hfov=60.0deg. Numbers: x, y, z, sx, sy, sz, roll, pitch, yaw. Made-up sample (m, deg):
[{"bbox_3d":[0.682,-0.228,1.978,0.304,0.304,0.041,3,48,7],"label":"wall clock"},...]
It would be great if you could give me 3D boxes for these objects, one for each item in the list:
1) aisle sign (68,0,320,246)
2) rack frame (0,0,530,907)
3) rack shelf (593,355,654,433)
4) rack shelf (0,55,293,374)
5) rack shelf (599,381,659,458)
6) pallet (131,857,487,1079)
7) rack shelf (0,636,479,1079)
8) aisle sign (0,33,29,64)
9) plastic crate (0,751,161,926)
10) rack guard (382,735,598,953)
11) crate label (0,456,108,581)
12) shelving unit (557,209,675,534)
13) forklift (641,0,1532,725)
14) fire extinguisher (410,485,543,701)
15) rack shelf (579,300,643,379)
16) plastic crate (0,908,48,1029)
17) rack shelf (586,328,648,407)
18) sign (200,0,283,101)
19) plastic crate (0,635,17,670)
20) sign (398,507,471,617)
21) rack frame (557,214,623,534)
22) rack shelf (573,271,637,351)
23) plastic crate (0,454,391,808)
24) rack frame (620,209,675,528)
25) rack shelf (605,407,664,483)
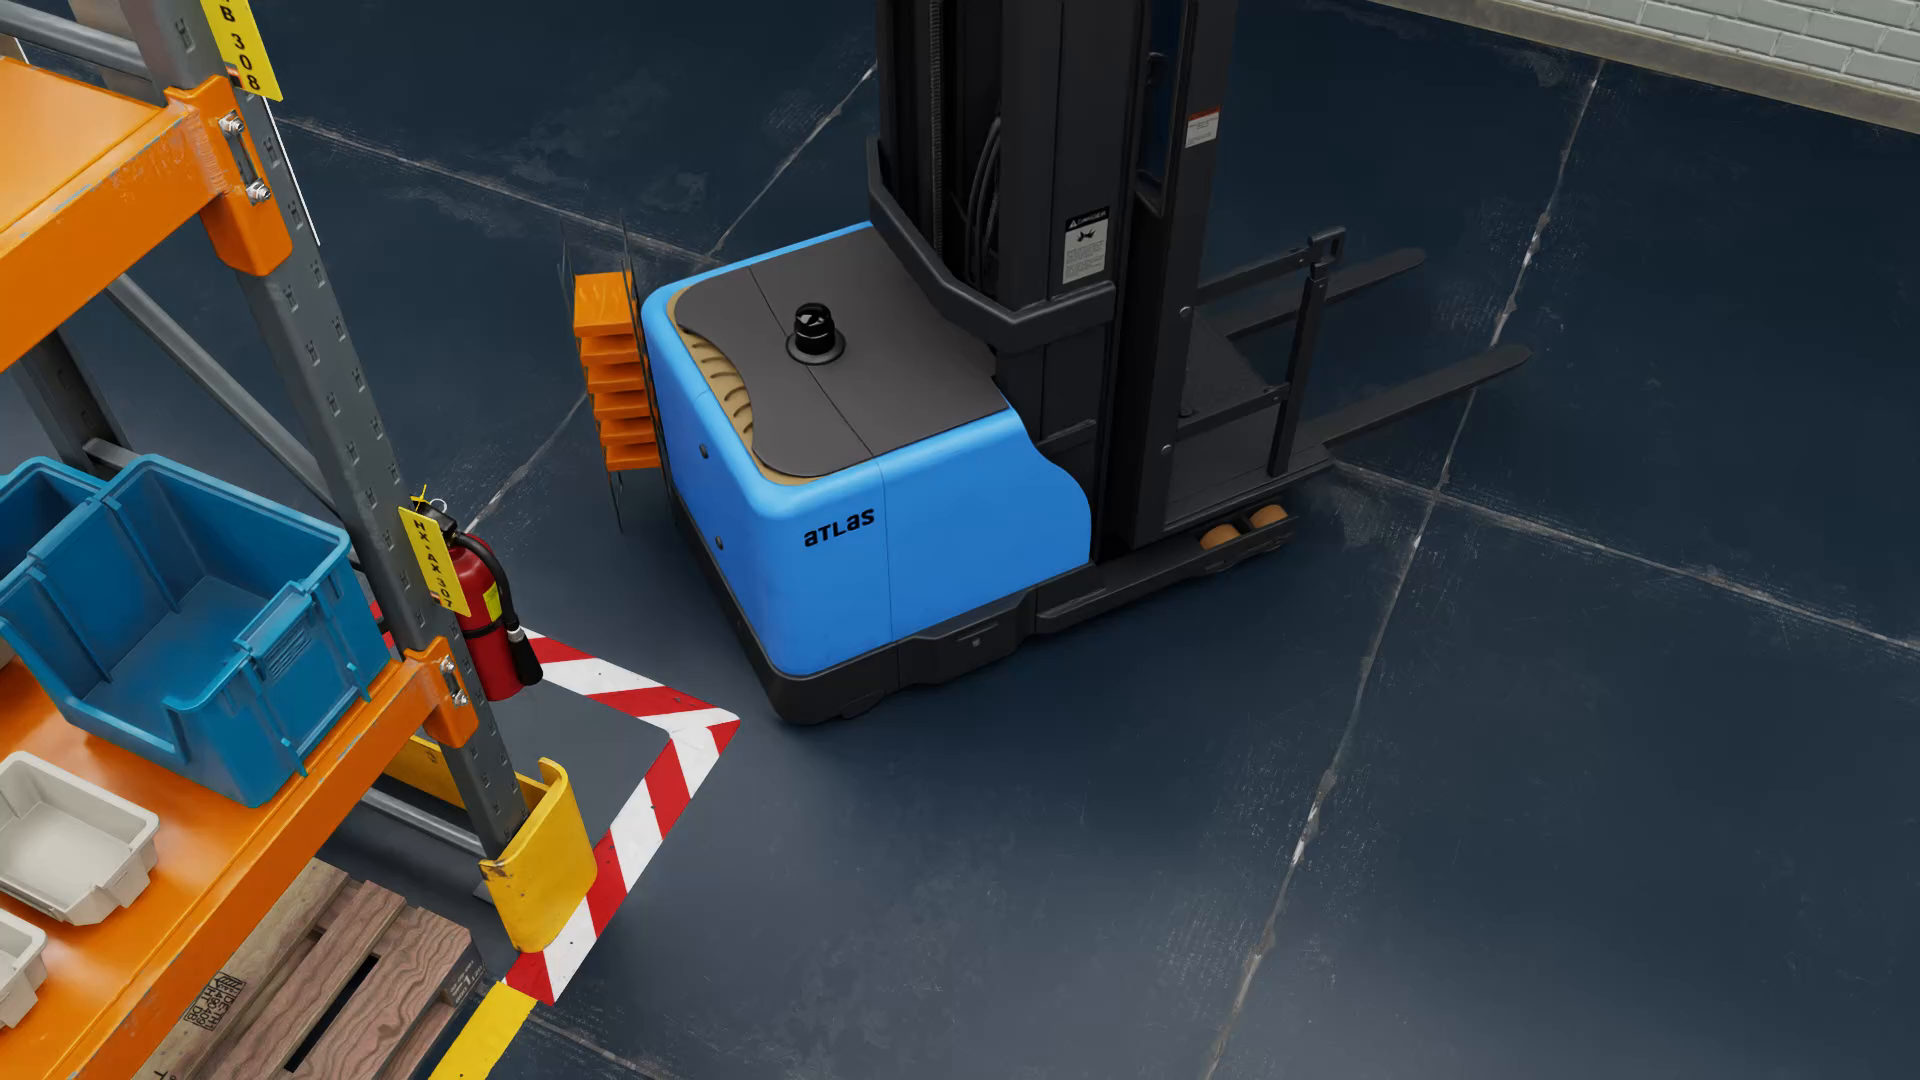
[{"bbox_3d":[-1.353,-0.860,2.805,0.394,0.787,0.004,20,52,16],"label":"aisle sign"},{"bbox_3d":[-1.649,-0.063,3.834,1.000,3.000,0.127,20,52,16],"label":"rack frame"},{"bbox_3d":[-1.099,-0.482,5.431,0.180,0.103,0.258,-6,50,-5],"label":"rack shelf"},{"bbox_3d":[-2.503,0.575,1.794,1.077,0.370,4.000,20,52,16],"label":"rack shelf"},{"bbox_3d":[-1.099,-0.404,5.522,0.180,0.103,0.258,-6,50,-5],"label":"rack shelf"},{"bbox_3d":[-2.036,1.395,4.424,1.003,0.211,1.213,20,52,16],"label":"pallet"},{"bbox_3d":[-2.503,1.547,2.937,1.077,0.370,4.000,20,52,16],"label":"rack shelf"},{"bbox_3d":[-1.887,-1.052,2.969,0.394,0.787,0.004,20,52,16],"label":"aisle sign"},{"bbox_3d":[-1.834,0.623,3.384,0.396,0.136,0.243,20,52,16],"label":"plastic crate"},{"bbox_3d":[-1.650,0.726,4.804,1.175,0.500,0.348,20,52,16],"label":"rack guard"},{"bbox_3d":[-2.052,0.034,3.822,0.416,0.233,0.303,20,52,16],"label":"crate label"},{"bbox_3d":[-1.099,-0.511,5.397,0.189,1.200,0.258,-6,50,-5],"label":"shelving unit"},{"bbox_3d":[0.579,-1.181,4.830,3.031,2.935,1.130,-21,53,-17],"label":"forklift"},{"bbox_3d":[-1.174,0.126,3.969,0.296,0.674,0.183,20,52,16],"label":"fire extinguisher"},{"bbox_3d":[-1.099,-0.637,5.248,0.180,0.103,0.258,-6,50,-5],"label":"rack shelf"},{"bbox_3d":[-1.971,0.818,3.218,0.396,0.136,0.243,20,52,16],"label":"plastic crate"},{"bbox_3d":[-1.099,-0.560,5.339,0.180,0.103,0.258,-6,50,-5],"label":"rack shelf"},{"bbox_3d":[-1.145,-0.834,2.589,0.100,0.325,0.005,20,52,16],"label":"sign"},{"bbox_3d":[-2.264,0.259,3.694,0.250,0.136,0.298,20,52,16],"label":"plastic crate"},{"bbox_3d":[-1.145,0.051,3.630,0.100,0.325,0.005,20,52,16],"label":"sign"},{"bbox_3d":[-1.190,-0.502,5.389,0.006,1.200,0.240,-6,50,-5],"label":"rack frame"},{"bbox_3d":[-1.099,-0.715,5.156,0.180,0.103,0.258,-6,50,-5],"label":"rack shelf"},{"bbox_3d":[-1.623,0.197,3.550,0.616,0.435,0.499,20,52,16],"label":"plastic crate"},{"bbox_3d":[-1.008,-0.520,5.404,0.006,1.200,0.240,-6,50,-5],"label":"rack frame"},{"bbox_3d":[-1.099,-0.326,5.613,0.180,0.103,0.258,-6,50,-5],"label":"rack shelf"}]
